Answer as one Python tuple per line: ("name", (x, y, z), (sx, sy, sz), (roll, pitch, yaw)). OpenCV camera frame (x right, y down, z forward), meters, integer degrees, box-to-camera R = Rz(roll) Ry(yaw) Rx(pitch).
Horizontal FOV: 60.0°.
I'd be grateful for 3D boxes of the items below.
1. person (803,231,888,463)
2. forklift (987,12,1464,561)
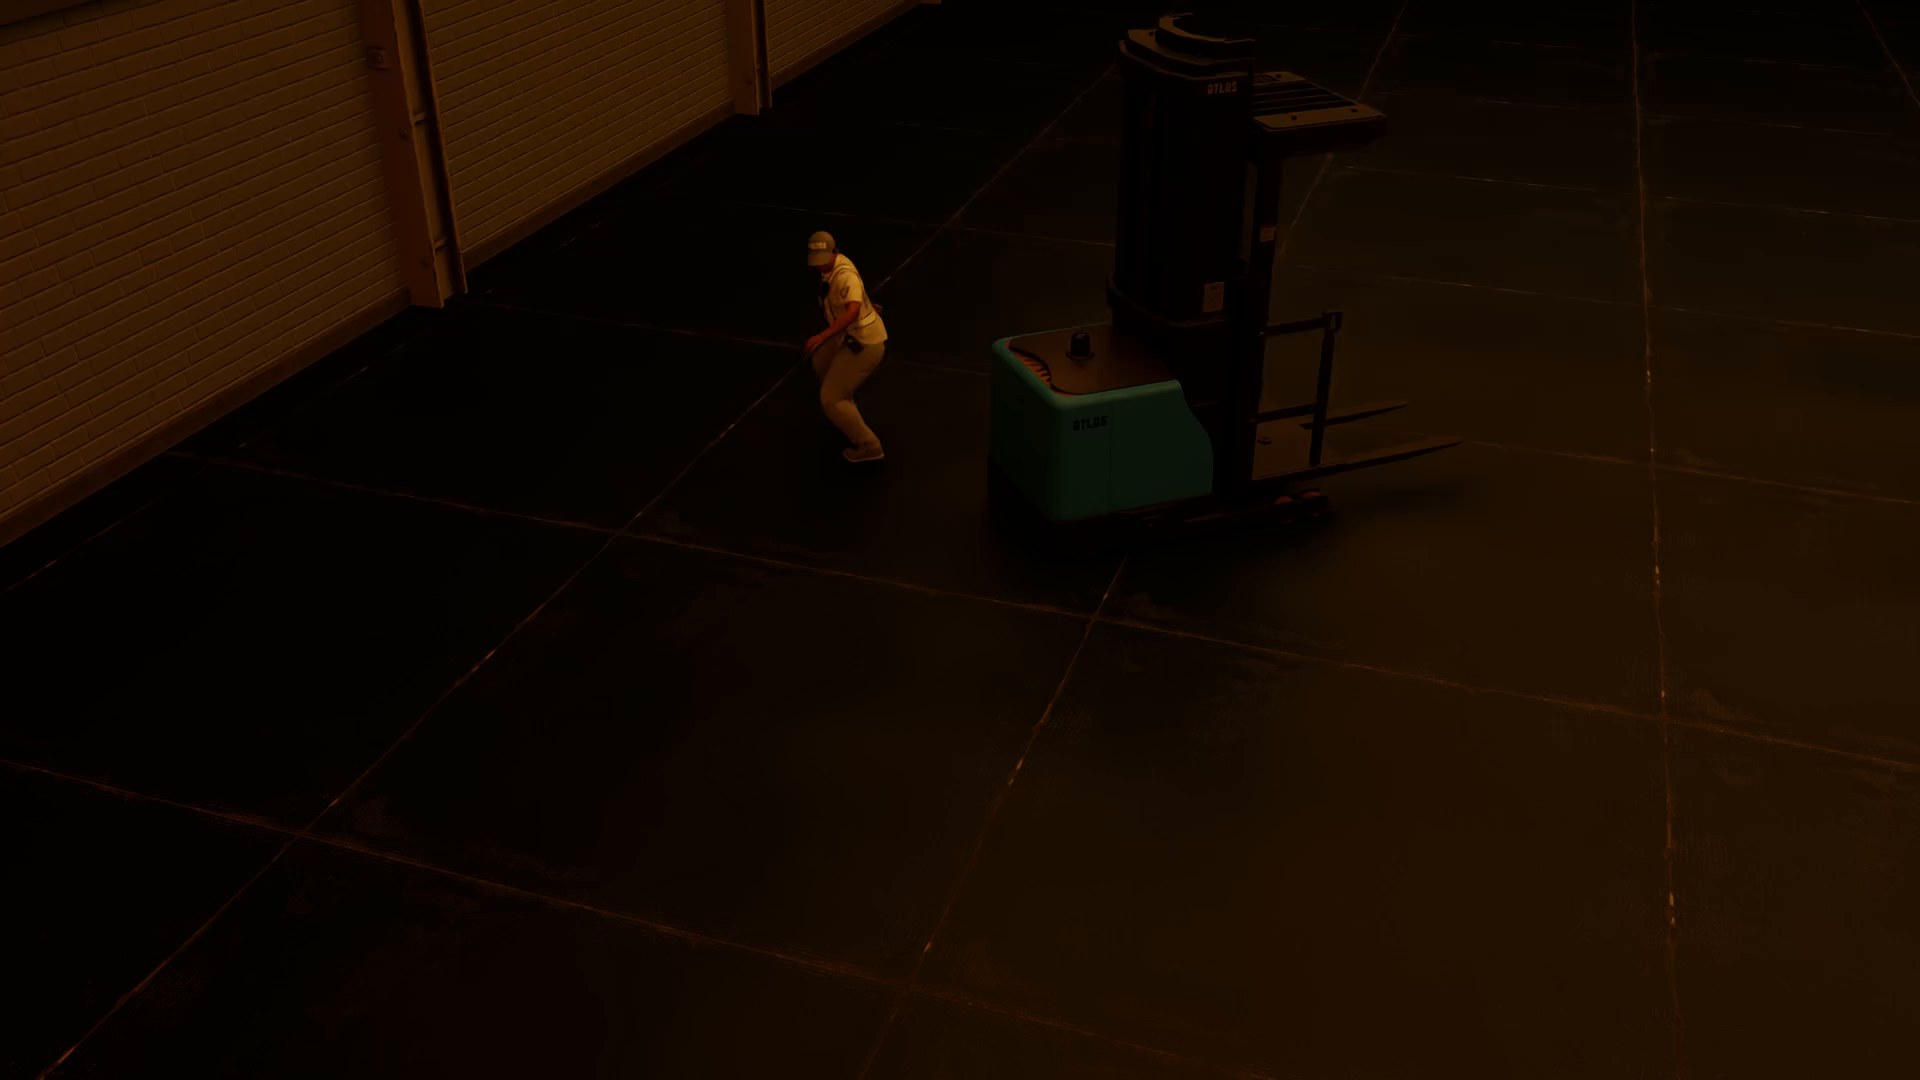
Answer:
("person", (-0.751, -1.278, 10.940), (0.547, 1.610, 0.980), (-2, 30, -4))
("forklift", (1.742, -1.605, 9.952), (3.031, 2.935, 1.130), (-11, 32, -19))
